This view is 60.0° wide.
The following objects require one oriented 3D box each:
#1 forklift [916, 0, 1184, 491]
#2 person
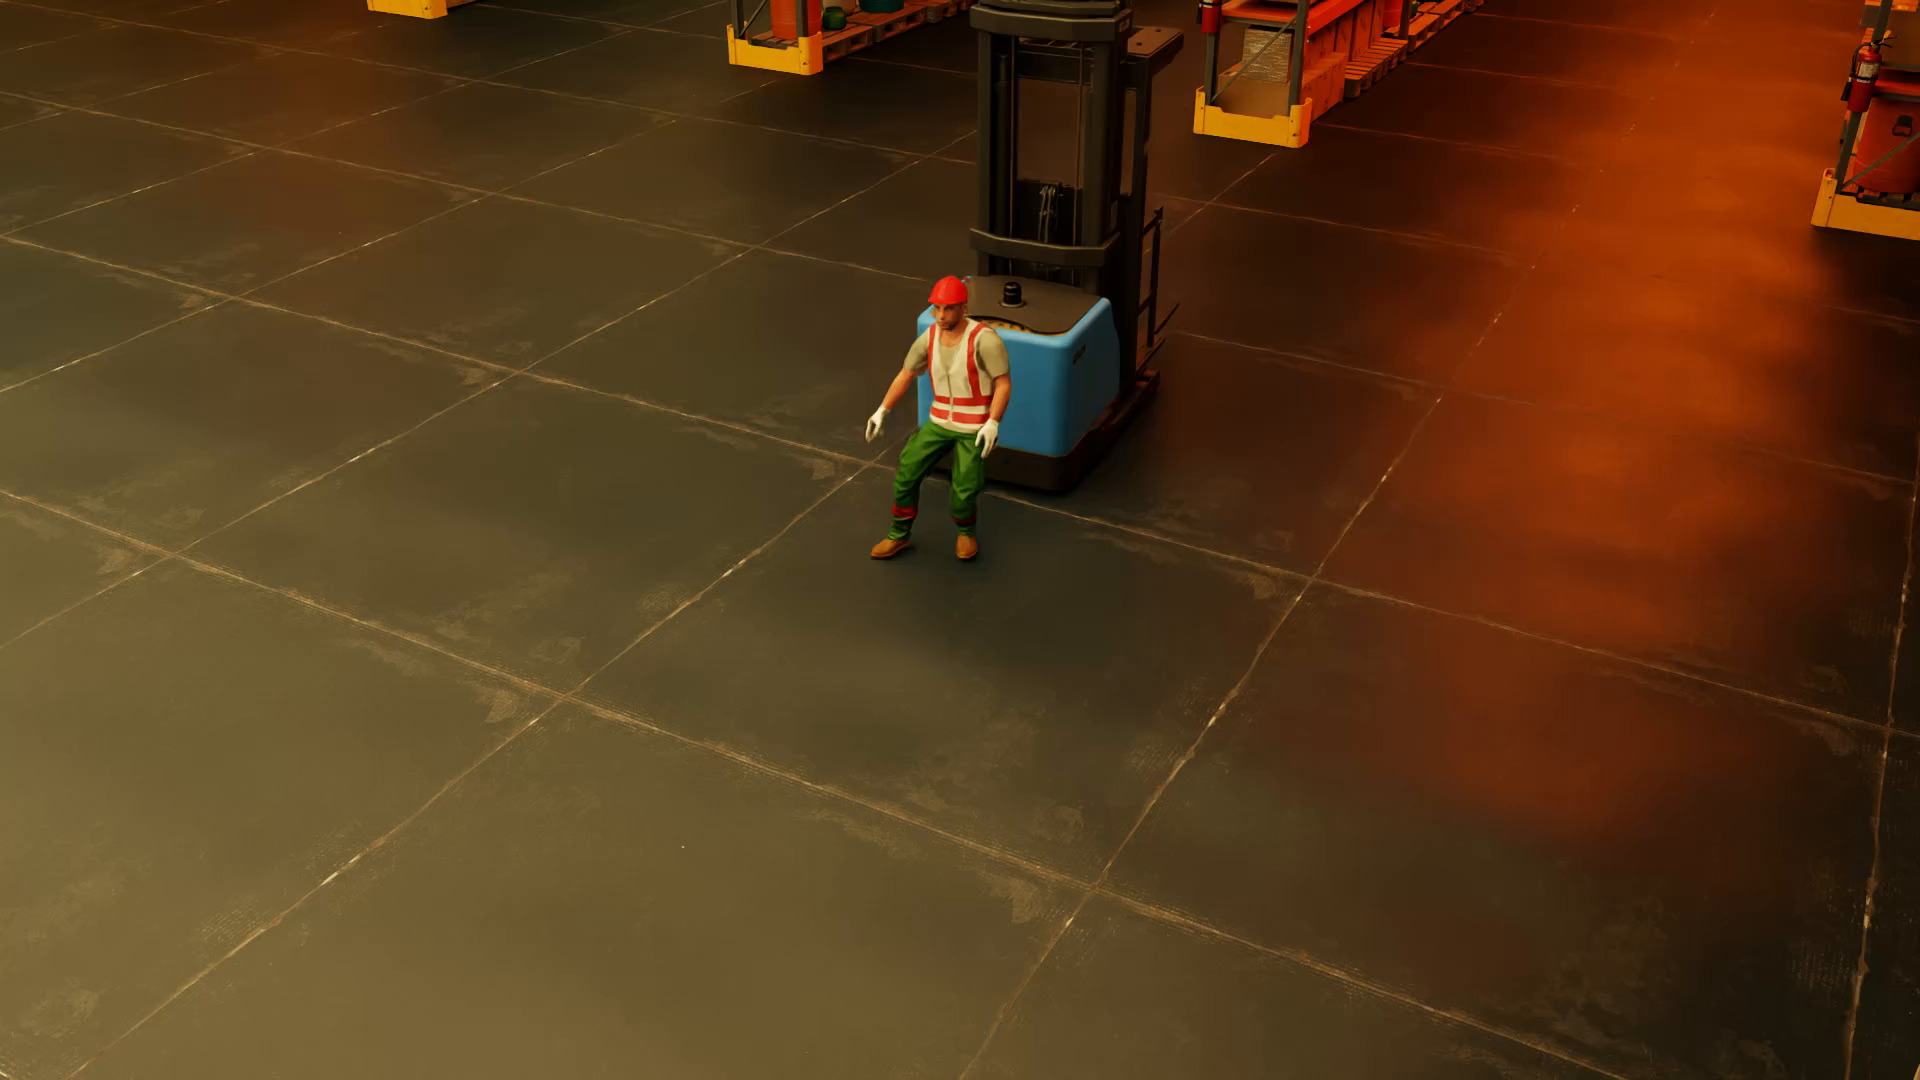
[{"bbox_3d":[0.773,-2.295,11.047,1.130,2.935,3.031,12,32,20],"label":"forklift"},{"bbox_3d":[-0.114,-0.653,9.442,0.810,1.700,0.570,16,34,26],"label":"person"}]
